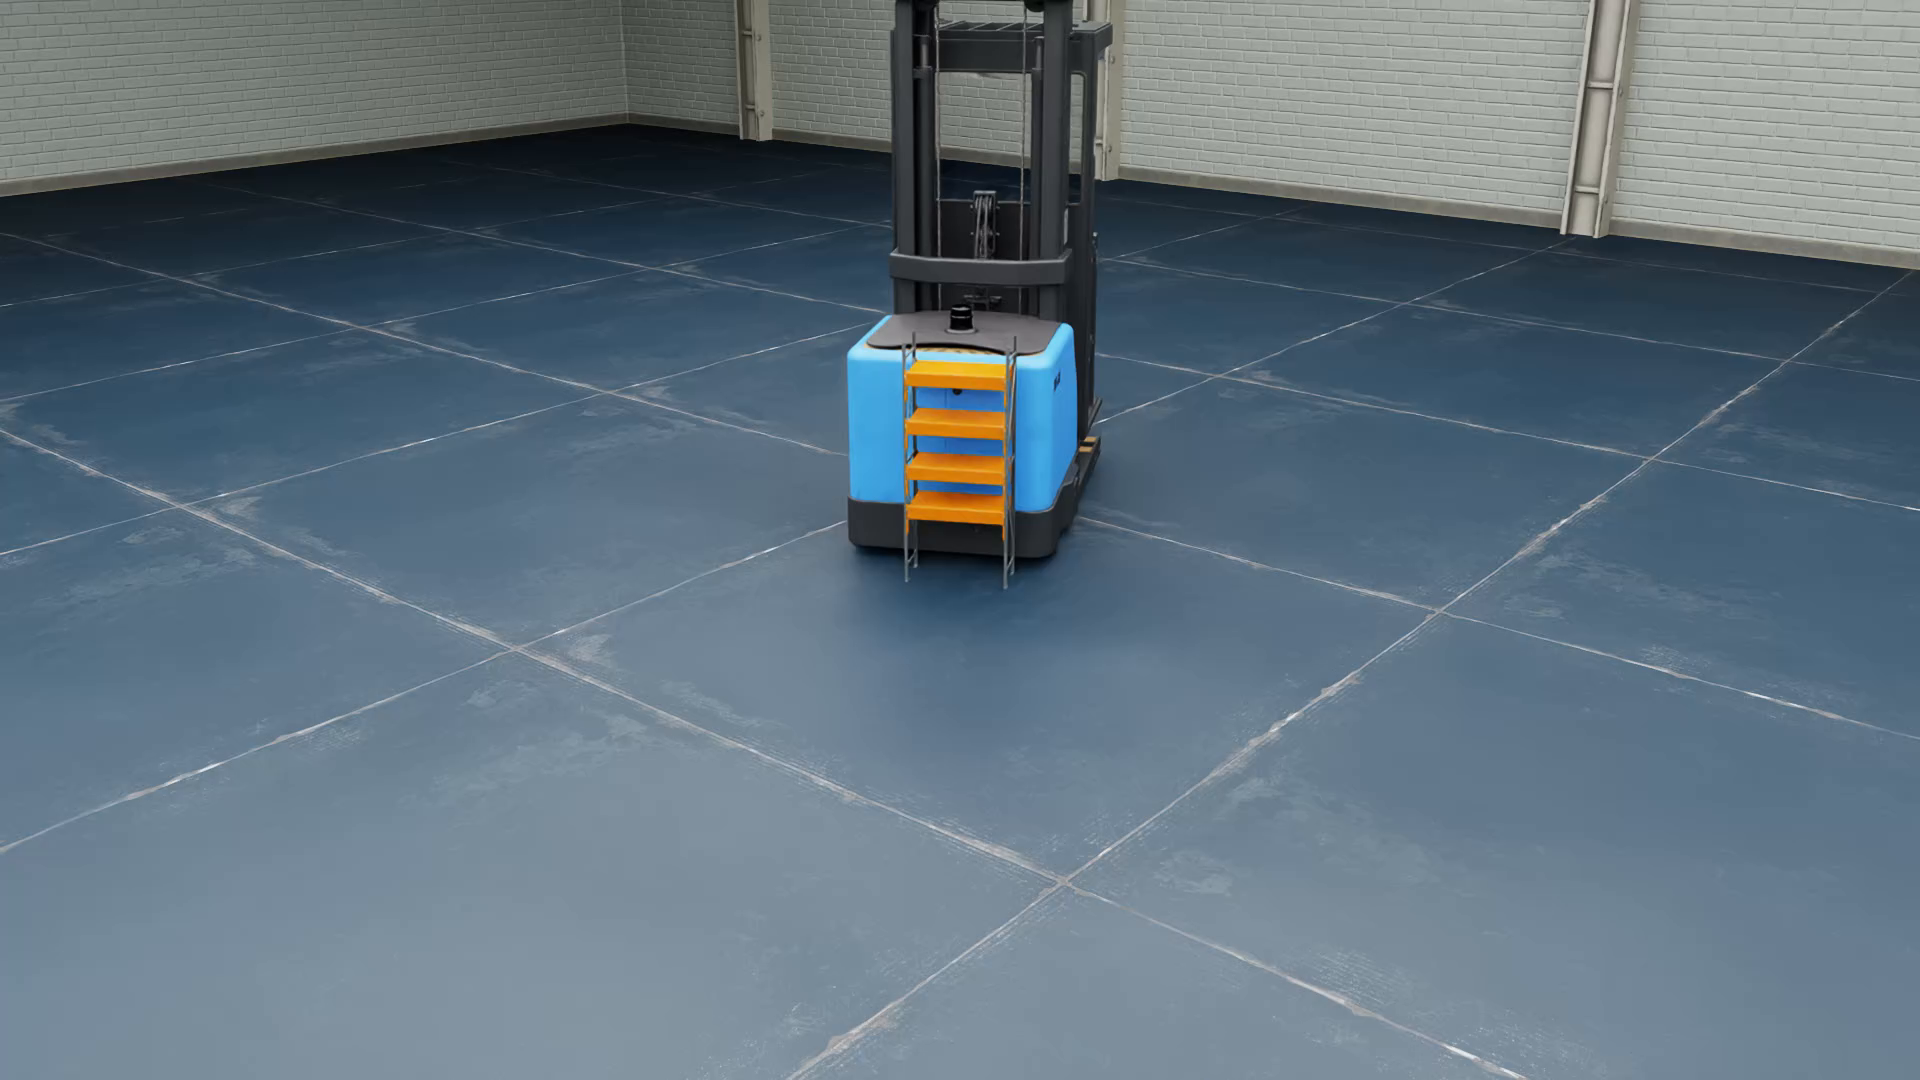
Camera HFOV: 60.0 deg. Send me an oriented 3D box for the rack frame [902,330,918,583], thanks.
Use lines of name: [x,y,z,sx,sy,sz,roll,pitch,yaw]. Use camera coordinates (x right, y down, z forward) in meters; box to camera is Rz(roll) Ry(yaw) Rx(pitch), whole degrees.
rack frame: [-0.240,-0.393,8.011,0.015,1.200,0.240,4,21,10]

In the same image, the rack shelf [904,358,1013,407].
rack shelf: [0.000,-0.745,7.830,0.480,0.148,0.258,4,21,10]

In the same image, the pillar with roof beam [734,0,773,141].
pillar with roof beam: [-5.659,-8.830,19.330,0.400,9.000,9.100,16,26,36]

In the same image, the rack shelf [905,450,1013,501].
rack shelf: [0.000,-0.314,7.992,0.480,0.148,0.258,4,21,10]

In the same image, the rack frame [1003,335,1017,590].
rack frame: [0.239,-0.361,7.926,0.015,1.200,0.240,4,21,10]

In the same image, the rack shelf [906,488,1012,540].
rack shelf: [0.000,-0.129,8.062,0.480,0.148,0.258,4,21,10]

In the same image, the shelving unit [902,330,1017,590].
shelving unit: [0.000,-0.377,7.968,0.503,1.200,0.258,4,21,10]

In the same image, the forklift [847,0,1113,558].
forklift: [0.225,-1.768,9.204,1.130,2.935,3.031,4,21,11]

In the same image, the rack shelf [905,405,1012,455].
rack shelf: [0.000,-0.524,7.913,0.480,0.148,0.258,4,21,10]

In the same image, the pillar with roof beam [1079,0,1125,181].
pillar with roof beam: [-1.011,-7.491,15.780,0.400,9.000,9.100,16,26,36]

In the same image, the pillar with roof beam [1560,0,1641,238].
pillar with roof beam: [3.638,-6.153,12.230,0.400,9.000,9.100,16,26,36]
